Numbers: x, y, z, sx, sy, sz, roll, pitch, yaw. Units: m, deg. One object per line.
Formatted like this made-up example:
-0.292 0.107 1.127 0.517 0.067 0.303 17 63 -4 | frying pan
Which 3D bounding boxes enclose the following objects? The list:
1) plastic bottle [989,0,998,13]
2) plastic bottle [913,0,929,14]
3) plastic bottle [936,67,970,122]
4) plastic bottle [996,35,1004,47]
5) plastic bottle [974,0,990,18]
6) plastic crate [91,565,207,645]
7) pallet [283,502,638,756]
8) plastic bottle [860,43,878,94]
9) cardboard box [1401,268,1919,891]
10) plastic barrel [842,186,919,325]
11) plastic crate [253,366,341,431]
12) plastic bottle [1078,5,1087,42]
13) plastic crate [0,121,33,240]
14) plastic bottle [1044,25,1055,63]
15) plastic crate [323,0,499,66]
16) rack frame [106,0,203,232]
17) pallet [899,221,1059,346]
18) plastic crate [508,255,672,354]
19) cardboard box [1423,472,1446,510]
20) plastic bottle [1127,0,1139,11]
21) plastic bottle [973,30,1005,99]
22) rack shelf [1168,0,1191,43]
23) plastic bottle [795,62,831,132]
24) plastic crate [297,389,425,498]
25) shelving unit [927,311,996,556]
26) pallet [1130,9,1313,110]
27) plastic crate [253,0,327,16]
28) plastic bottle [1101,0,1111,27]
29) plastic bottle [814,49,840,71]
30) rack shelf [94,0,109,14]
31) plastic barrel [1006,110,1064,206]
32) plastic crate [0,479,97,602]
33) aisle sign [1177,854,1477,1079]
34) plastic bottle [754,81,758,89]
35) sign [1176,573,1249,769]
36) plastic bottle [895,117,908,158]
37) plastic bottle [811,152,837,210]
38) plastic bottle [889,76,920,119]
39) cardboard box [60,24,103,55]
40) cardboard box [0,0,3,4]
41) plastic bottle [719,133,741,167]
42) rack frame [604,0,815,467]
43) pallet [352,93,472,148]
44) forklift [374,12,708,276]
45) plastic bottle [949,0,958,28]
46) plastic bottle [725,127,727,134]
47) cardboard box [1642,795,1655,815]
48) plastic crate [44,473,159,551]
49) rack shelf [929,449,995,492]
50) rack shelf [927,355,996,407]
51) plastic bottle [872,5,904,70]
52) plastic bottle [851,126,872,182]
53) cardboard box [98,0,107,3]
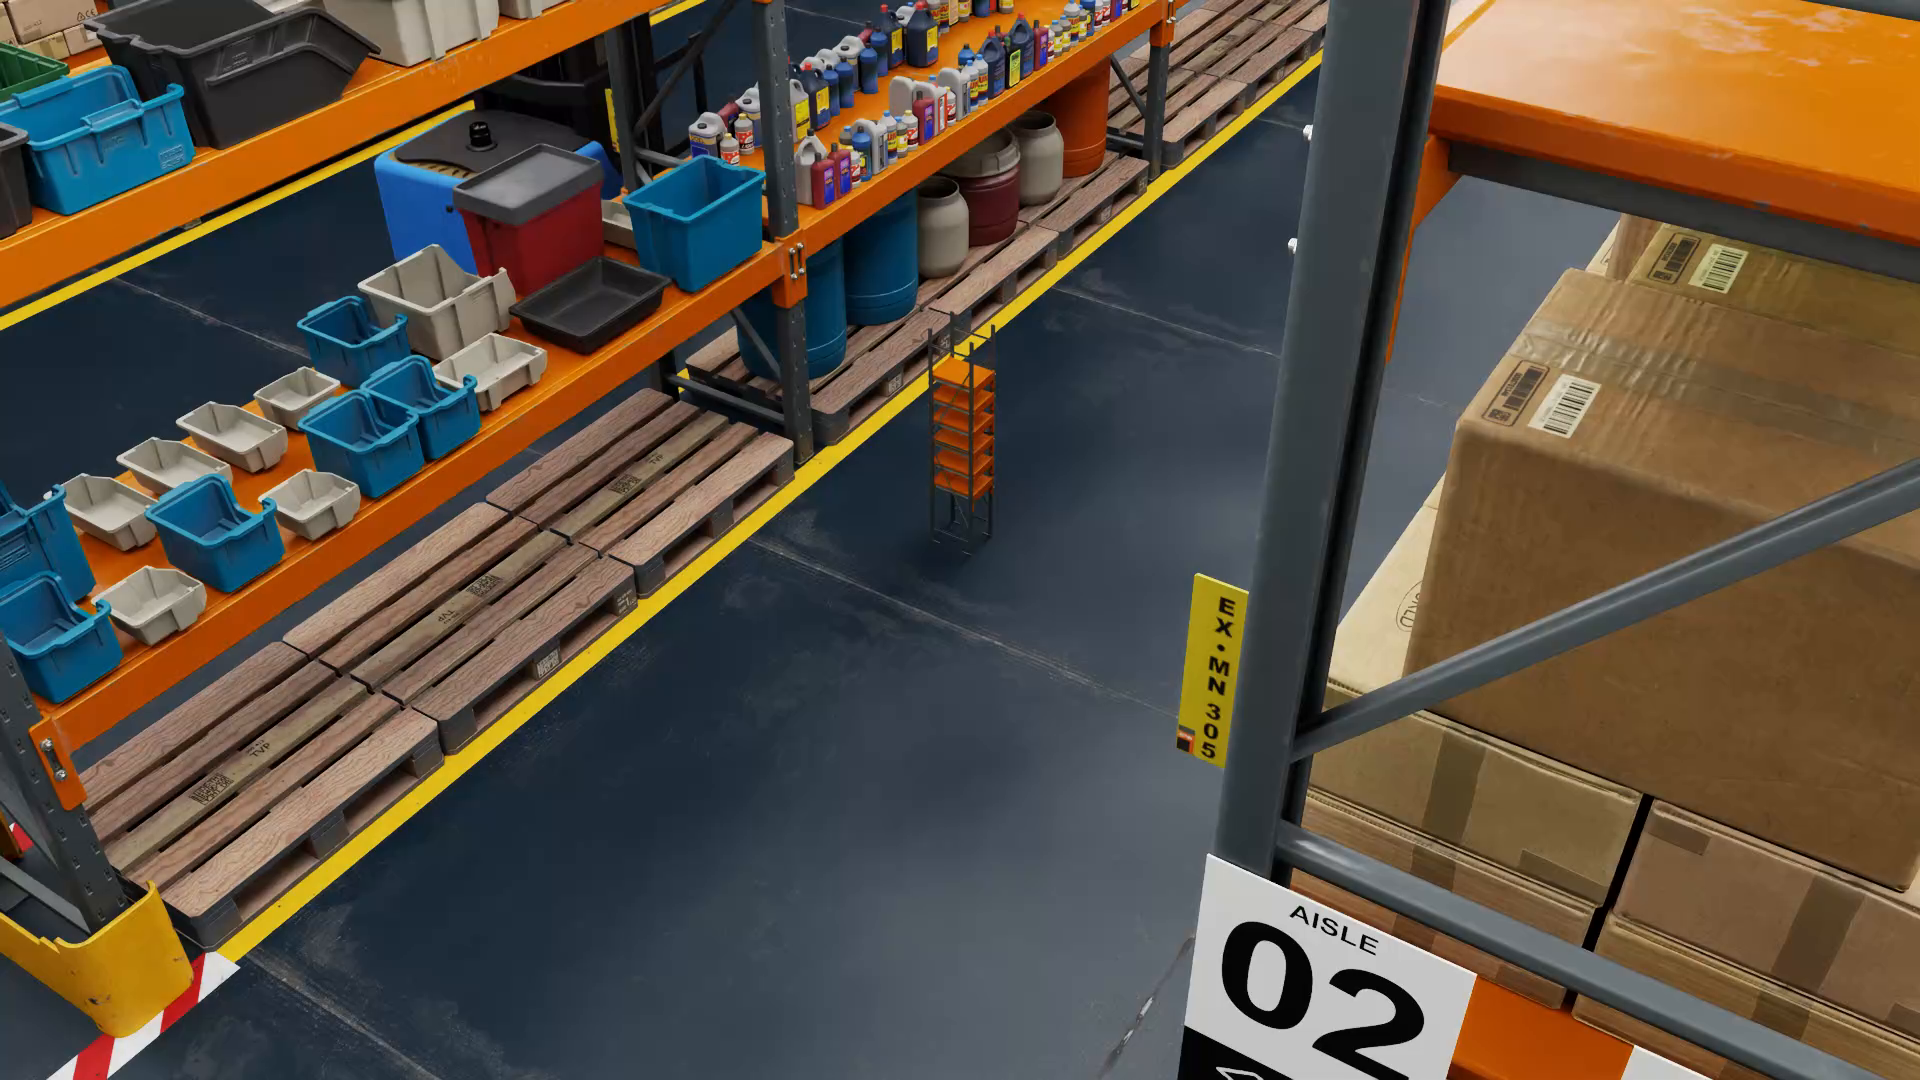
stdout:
0.168 -3.421 10.272 0.152 0.276 0.135 21 42 25 | plastic bottle
-0.242 -3.082 9.826 0.061 0.283 0.133 21 42 25 | plastic bottle
-0.032 -2.426 8.981 0.152 0.276 0.135 21 42 25 | plastic bottle
0.230 -2.699 9.329 0.061 0.283 0.133 21 42 25 | plastic bottle
0.134 -3.349 10.182 0.097 0.271 0.097 0 38 0 | plastic bottle
-2.713 0.221 5.613 0.250 0.136 0.298 21 42 25 | plastic crate
-2.236 0.364 7.545 1.003 0.211 1.213 21 42 25 | pallet
-0.506 -2.628 9.247 0.097 0.271 0.097 0 38 0 | plastic bottle
1.077 0.026 2.341 0.700 0.500 0.500 21 42 25 | cardboard box
-0.537 -1.739 9.364 0.600 0.901 0.708 21 42 25 | plastic barrel
-2.642 -0.556 6.621 0.298 0.136 0.250 21 42 25 | plastic crate
0.707 -3.076 9.886 0.097 0.201 0.097 0 38 0 | plastic bottle
-2.924 -0.946 4.609 0.497 0.269 0.590 21 42 25 | plastic crate
0.498 -2.876 9.626 0.097 0.201 0.097 0 38 0 | plastic bottle
-1.917 -1.885 5.818 0.437 0.282 0.530 21 42 25 | plastic crate
-5.404 -3.384 10.123 1.000 3.000 0.127 21 42 25 | rack frame
-0.121 -1.675 10.190 1.003 0.211 1.213 21 42 25 | pallet
-1.595 -1.014 7.224 0.437 0.125 0.590 21 42 25 | plastic crate
1.143 -0.013 3.005 0.500 0.250 0.500 21 42 25 | cardboard box
1.064 -3.432 10.280 0.061 0.283 0.133 21 42 25 | plastic bottle
0.161 -2.637 9.194 0.144 0.351 0.185 21 42 25 | plastic bottle
1.992 -4.572 12.253 1.077 0.370 4.000 21 42 25 | rack shelf
-0.785 -2.374 8.852 0.144 0.351 0.185 21 42 25 | plastic bottle
-2.250 -0.358 6.285 0.416 0.233 0.300 21 42 25 | plastic crate
0.008 -0.483 7.833 0.258 1.200 0.189 21 42 25 | shelving unit
2.023 -3.735 12.861 1.003 0.211 1.213 21 42 25 | pallet
-2.468 -1.932 5.998 0.437 0.136 0.530 21 42 25 | plastic crate
0.863 -3.227 10.081 0.097 0.201 0.097 0 38 0 | plastic bottle
-0.746 -2.542 9.131 0.152 0.276 0.135 21 42 25 | plastic bottle
-4.333 -4.130 11.680 1.077 0.370 4.000 21 42 25 | rack shelf
0.446 -2.429 10.577 0.421 0.512 0.421 0 38 0 | plastic barrel
-3.344 0.027 5.620 0.616 0.435 0.499 21 42 25 | plastic crate
0.520 0.826 2.532 0.394 0.787 0.004 21 42 25 | aisle sign
-1.006 -2.325 8.790 0.144 0.351 0.185 21 42 25 | plastic bottle
0.357 0.190 2.305 0.100 0.325 0.005 21 42 25 | sign
-0.319 -2.089 8.605 0.097 0.201 0.097 0 38 0 | plastic bottle
-0.666 -1.767 8.121 0.061 0.283 0.133 21 42 25 | plastic bottle
-0.285 -2.356 8.890 0.152 0.276 0.135 21 42 25 | plastic bottle
-5.291 -3.020 9.856 0.380 0.149 0.250 21 43 25 | cardboard box
-5.697 -3.158 9.094 0.500 0.500 0.500 22 43 26 | cardboard box
-1.169 -1.963 8.442 0.097 0.201 0.097 0 38 0 | plastic bottle
-1.222 -1.764 8.021 1.000 3.000 0.127 21 42 25 | rack frame
-4.402 -3.334 12.341 1.003 0.211 1.213 21 42 25 | pallet
-2.129 -3.073 9.775 1.130 2.935 3.031 18 41 22 | forklift
-0.066 -3.251 10.045 0.061 0.283 0.133 21 42 25 | plastic bottle
-1.245 -2.063 8.572 0.097 0.201 0.097 0 38 0 | plastic bottle
1.145 0.186 3.157 0.500 0.250 0.500 21 42 25 | cardboard box
-3.081 -0.101 6.030 0.396 0.136 0.243 21 42 25 | plastic crate
0.008 -0.352 7.933 0.258 0.103 0.180 21 42 25 | rack shelf
0.008 -0.733 7.640 0.258 0.103 0.180 21 42 25 | rack shelf
-0.416 -2.893 9.526 0.144 0.351 0.185 21 42 25 | plastic bottle
-0.495 -1.947 8.364 0.097 0.271 0.097 0 38 0 | plastic bottle
-5.384 -3.754 10.521 0.500 0.500 0.500 21 42 25 | cardboard box
